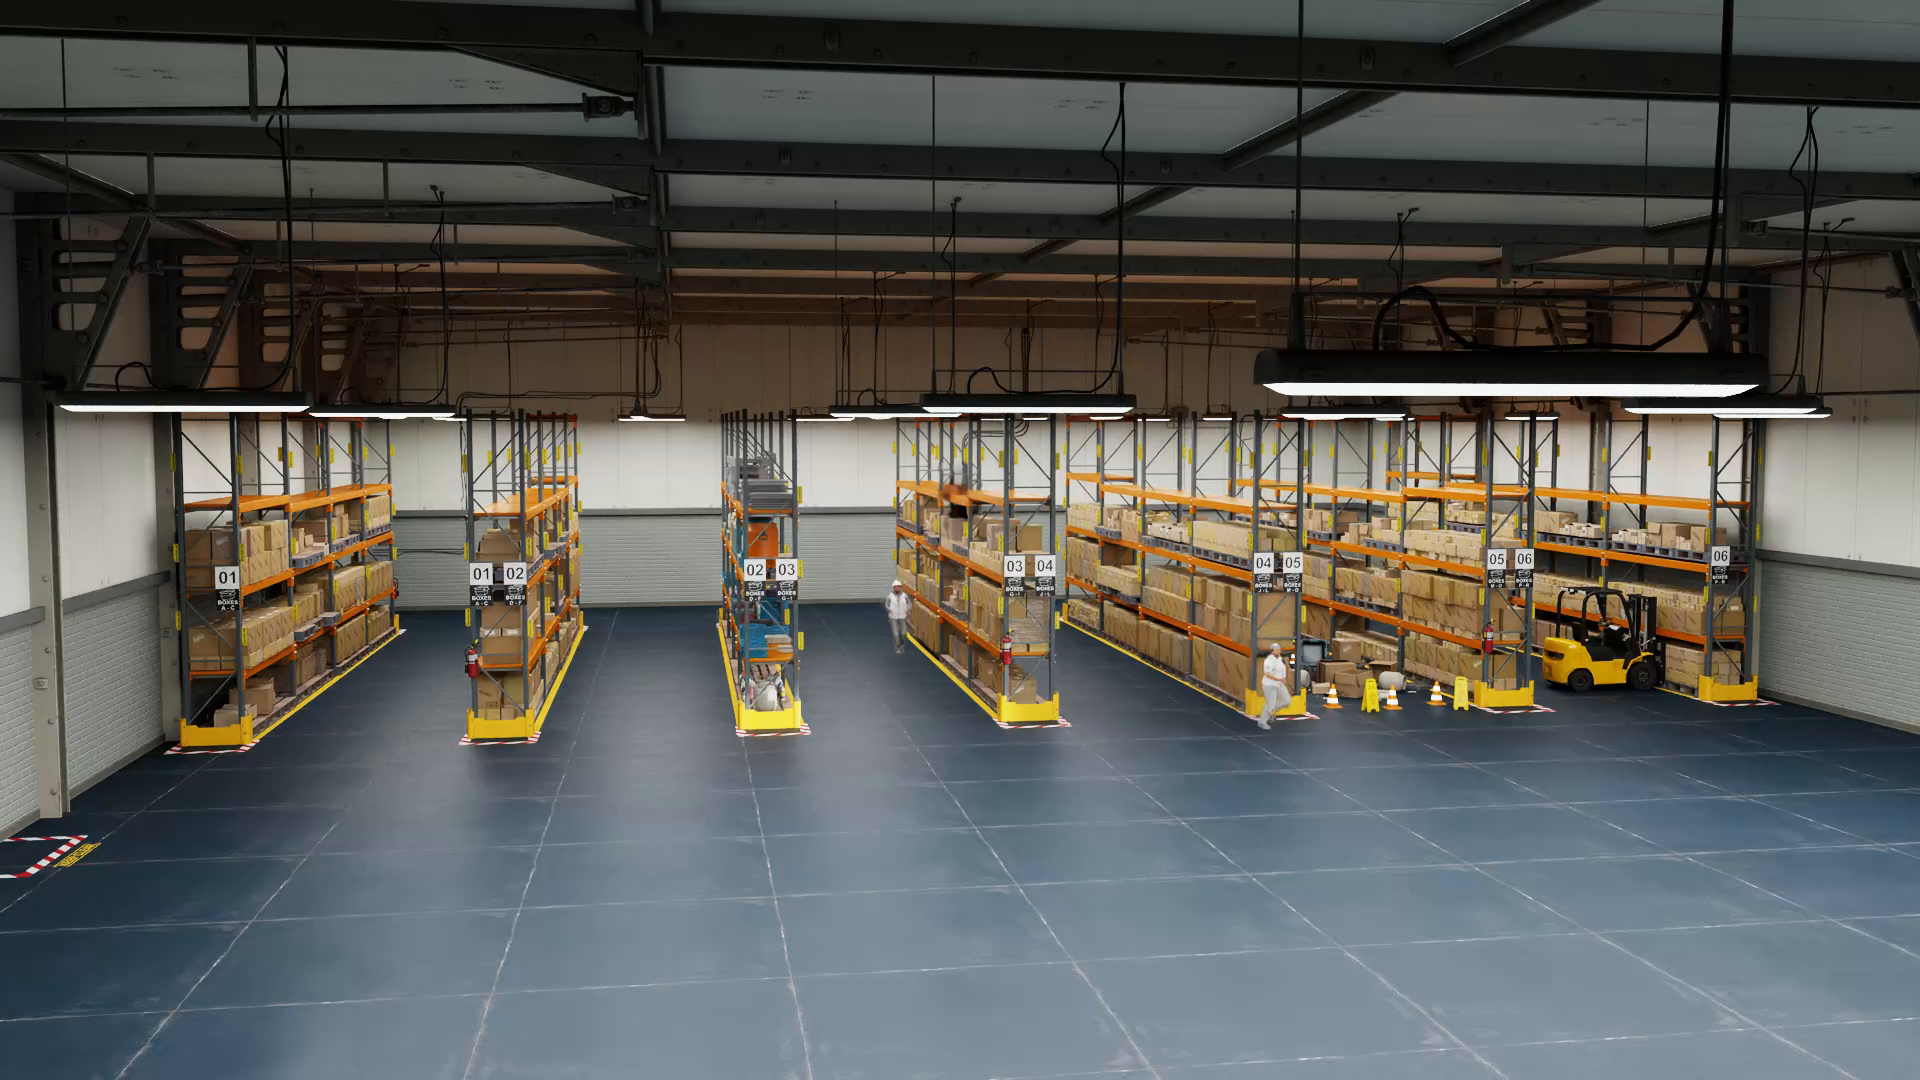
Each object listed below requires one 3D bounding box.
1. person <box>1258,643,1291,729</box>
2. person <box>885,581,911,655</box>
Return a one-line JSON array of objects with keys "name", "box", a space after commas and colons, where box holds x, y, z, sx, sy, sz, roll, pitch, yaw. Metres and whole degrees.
[{"name": "person", "box": [5.931, 2.737, 31.213, 0.634, 1.625, 0.672, -4, 5, -42]}, {"name": "person", "box": [-1.444, 1.845, 39.124, 0.635, 1.773, 0.567, 0, 4, -7]}]
